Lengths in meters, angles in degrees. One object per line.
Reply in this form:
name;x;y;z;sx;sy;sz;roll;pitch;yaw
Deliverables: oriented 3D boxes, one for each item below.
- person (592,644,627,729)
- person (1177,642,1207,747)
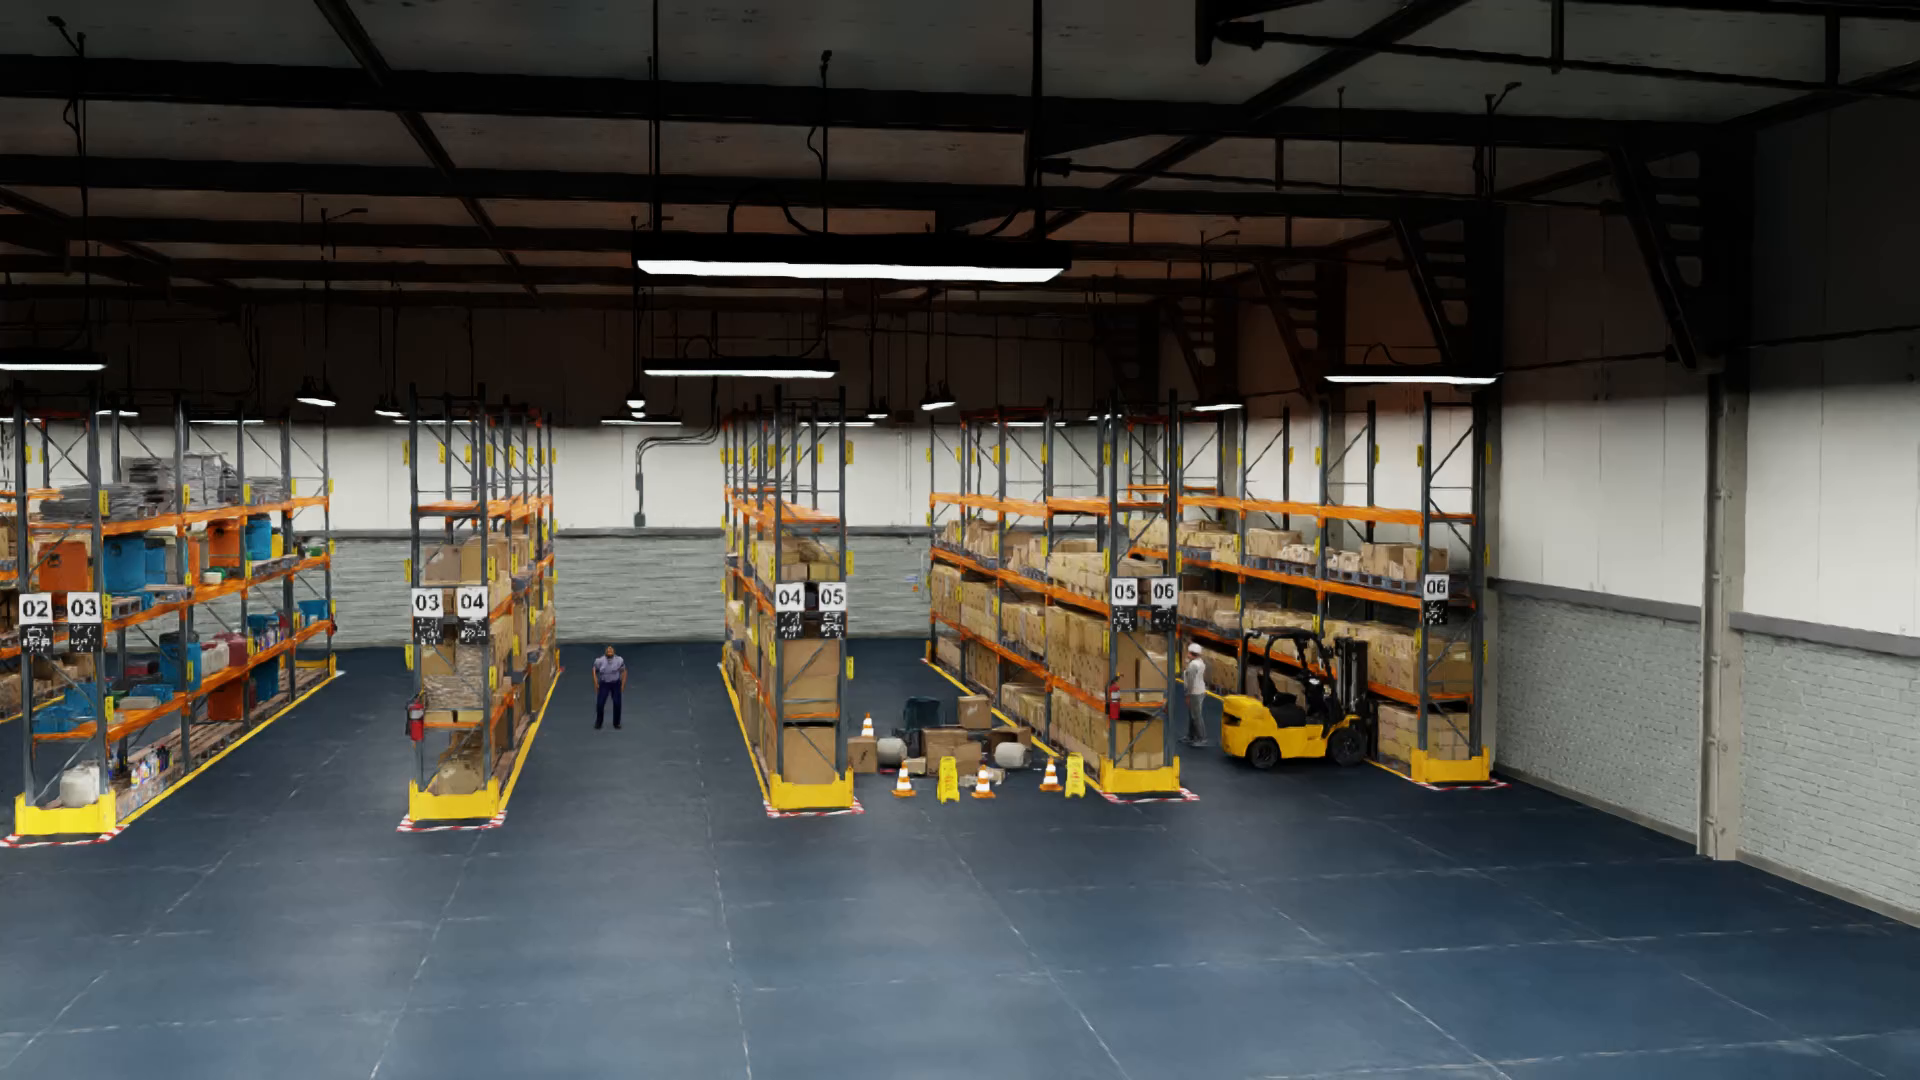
person;-6.406;2.684;30.384;0.625;1.573;0.517;-1;3;-12
person;4.008;2.648;28.669;0.576;1.768;0.626;1;3;21
